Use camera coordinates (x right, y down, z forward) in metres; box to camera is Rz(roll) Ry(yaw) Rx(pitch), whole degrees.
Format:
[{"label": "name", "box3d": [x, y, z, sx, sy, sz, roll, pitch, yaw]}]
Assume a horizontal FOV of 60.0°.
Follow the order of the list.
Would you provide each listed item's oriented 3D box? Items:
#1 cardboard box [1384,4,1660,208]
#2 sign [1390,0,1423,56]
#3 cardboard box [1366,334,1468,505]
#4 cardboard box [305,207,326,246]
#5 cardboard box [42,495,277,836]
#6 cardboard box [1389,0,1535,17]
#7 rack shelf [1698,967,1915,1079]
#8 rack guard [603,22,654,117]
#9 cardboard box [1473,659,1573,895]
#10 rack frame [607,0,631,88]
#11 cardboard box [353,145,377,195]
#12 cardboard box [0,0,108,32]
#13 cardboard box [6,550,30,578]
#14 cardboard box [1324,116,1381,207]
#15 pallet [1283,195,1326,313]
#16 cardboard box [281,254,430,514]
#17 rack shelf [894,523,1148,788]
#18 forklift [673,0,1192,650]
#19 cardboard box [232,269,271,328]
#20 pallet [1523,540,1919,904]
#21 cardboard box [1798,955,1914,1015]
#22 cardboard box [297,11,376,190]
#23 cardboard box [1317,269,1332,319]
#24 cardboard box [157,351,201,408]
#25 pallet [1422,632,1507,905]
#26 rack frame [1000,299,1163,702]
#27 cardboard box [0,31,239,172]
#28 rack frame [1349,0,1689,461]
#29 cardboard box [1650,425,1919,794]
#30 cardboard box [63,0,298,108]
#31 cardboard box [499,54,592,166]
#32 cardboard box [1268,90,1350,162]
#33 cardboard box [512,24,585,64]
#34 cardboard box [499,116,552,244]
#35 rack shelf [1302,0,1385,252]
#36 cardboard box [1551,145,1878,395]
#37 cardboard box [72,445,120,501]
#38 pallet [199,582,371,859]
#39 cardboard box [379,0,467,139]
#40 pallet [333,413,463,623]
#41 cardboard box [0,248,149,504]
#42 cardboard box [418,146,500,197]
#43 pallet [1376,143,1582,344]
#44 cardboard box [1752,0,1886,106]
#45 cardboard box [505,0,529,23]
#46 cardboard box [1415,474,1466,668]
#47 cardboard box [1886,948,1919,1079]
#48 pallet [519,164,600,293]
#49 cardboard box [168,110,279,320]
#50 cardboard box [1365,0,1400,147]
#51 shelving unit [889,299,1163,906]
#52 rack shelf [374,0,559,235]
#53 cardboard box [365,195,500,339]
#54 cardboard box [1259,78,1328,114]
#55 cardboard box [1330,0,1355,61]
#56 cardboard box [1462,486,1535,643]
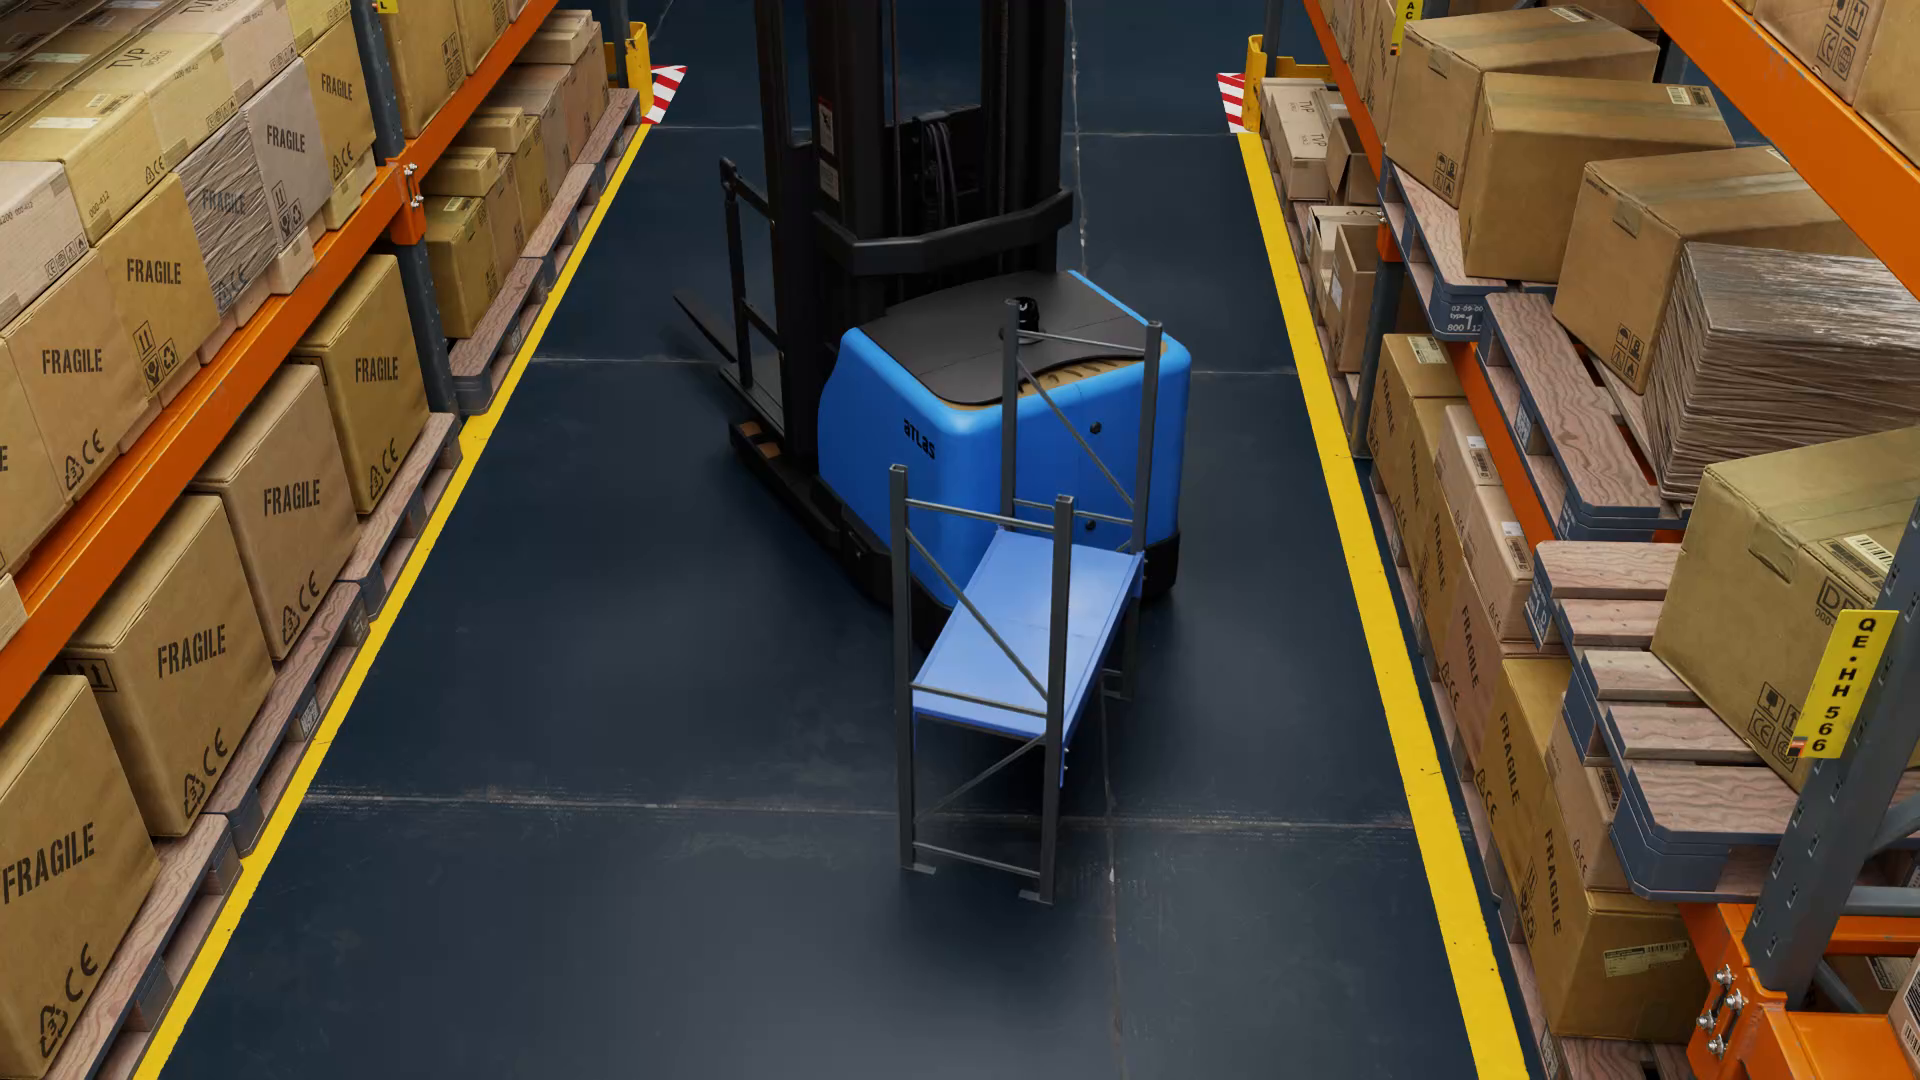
[{"label": "cardboard box", "box3d": [1.971, -1.545, 5.887, 0.700, 0.500, 0.500, -10, 36, -14]}, {"label": "sign", "box3d": [1.671, -1.961, 6.179, 0.100, 0.325, 0.005, 1, 35, 2]}, {"label": "cardboard box", "box3d": [1.951, -0.484, 6.621, 0.500, 0.500, 0.500, 0, 35, 0]}, {"label": "cardboard box", "box3d": [-2.509, -1.123, 5.940, 0.380, 0.149, 0.250, 2, 35, 3]}, {"label": "cardboard box", "box3d": [-2.695, 0.372, 5.117, 0.750, 0.750, 0.750, 1, 35, 2]}, {"label": "cardboard box", "box3d": [1.975, -2.346, 6.522, 0.500, 0.500, 0.500, 2, 35, 2]}, {"label": "rack shelf", "box3d": [1.973, 2.142, 1.719, 1.077, 0.370, 4.000, 1, 35, 2]}, {"label": "rack guard", "box3d": [-2.575, -3.001, 10.585, 1.175, 0.500, 0.348, 1, 35, 2]}, {"label": "cardboard box", "box3d": [1.877, 0.702, 4.934, 0.500, 0.500, 0.500, 0, 35, 0]}, {"label": "rack frame", "box3d": [-2.576, -4.009, 9.846, 1.000, 3.000, 0.127, 1, 35, 2]}, {"label": "cardboard box", "box3d": [-2.467, -1.416, 6.357, 0.380, 0.149, 0.250, 2, 35, 2]}, {"label": "cardboard box", "box3d": [-3.029, -1.630, 5.445, 0.500, 0.250, 0.500, 2, 35, 2]}, {"label": "cardboard box", "box3d": [-2.651, 0.055, 4.264, 0.380, 0.149, 0.250, 1, 35, 1]}, {"label": "cardboard box", "box3d": [2.284, -1.837, 8.544, 0.797, 0.503, 0.637, 1, 35, 2]}, {"label": "pallet", "box3d": [2.288, -1.555, 8.780, 1.003, 0.211, 1.213, 1, 35, 2]}, {"label": "cardboard box", "box3d": [-2.632, -0.627, 6.538, 0.750, 0.750, 0.750, 2, 35, 2]}, {"label": "rack shelf", "box3d": [0.216, 0.335, 5.282, 0.538, 0.185, 1.000, 11, 37, 15]}, {"label": "forklift", "box3d": [-0.344, -1.574, 6.441, 1.130, 2.935, 3.031, -19, 39, -24]}, {"label": "cardboard box", "box3d": [-2.537, -0.831, 5.524, 0.380, 0.149, 0.250, 1, 35, 2]}, {"label": "pallet", "box3d": [2.010, 0.386, 3.758, 1.213, 0.211, 1.003, 1, 35, 2]}, {"label": "cardboard box", "box3d": [2.357, 1.287, 4.102, 0.500, 0.500, 0.500, 3, 35, 4]}, {"label": "cardboard box", "box3d": [-2.503, -1.611, 6.071, 0.500, 0.500, 0.500, 1, 35, 1]}, {"label": "cardboard box", "box3d": [1.908, -1.163, 7.893, 0.380, 0.149, 0.250, 1, 35, 2]}, {"label": "cardboard box", "box3d": [-2.584, -0.535, 5.103, 0.380, 0.149, 0.250, 2, 35, 3]}, {"label": "pallet", "box3d": [2.172, 0.713, 5.552, 1.003, 0.211, 1.213, 1, 35, 2]}, {"label": "rack frame", "box3d": [0.379, -0.089, 5.573, 0.500, 1.500, 0.032, 11, 37, 15]}, {"label": "cardboard box", "box3d": [-2.550, -1.328, 5.016, 0.500, 0.250, 0.500, 2, 35, 3]}, {"label": "rack frame", "box3d": [2.214, -1.599, 6.417, 1.000, 3.000, 0.127, 1, 35, 2]}, {"label": "cardboard box", "box3d": [1.966, 0.122, 3.516, 0.700, 0.500, 0.500, -10, 36, -14]}, {"label": "cardboard box", "box3d": [-2.530, -1.621, 5.433, 0.500, 0.250, 0.500, 2, 35, 3]}, {"label": "cardboard box", "box3d": [-2.524, -2.467, 9.460, 0.700, 0.500, 0.500, 1, 35, 2]}, {"label": "cardboard box", "box3d": [2.049, -2.359, 9.507, 0.500, 0.250, 0.500, 1, 35, 2]}, {"label": "cardboard box", "box3d": [-2.336, -2.795, 9.362, 0.380, 0.149, 0.250, 2, 35, 3]}, {"label": "cardboard box", "box3d": [-2.557, -1.871, 8.612, 0.700, 0.500, 0.500, 2, 35, 3]}, {"label": "rack shelf", "box3d": [2.294, -2.454, 8.258, 1.077, 0.370, 4.000, 1, 35, 2]}, {"label": "cardboard box", "box3d": [2.204, -0.795, 4.821, 0.700, 0.500, 0.500, -7, 36, -10]}, {"label": "cardboard box", "box3d": [-2.628, -0.242, 4.687, 0.380, 0.149, 0.250, 2, 35, 3]}, {"label": "pallet", "box3d": [-2.738, 0.577, 5.745, 1.003, 0.211, 1.213, 1, 35, 2]}, {"label": "cardboard box", "box3d": [-2.698, -2.145, 6.933, 0.980, 0.700, 0.700, 2, 35, 3]}, {"label": "pallet", "box3d": [-2.692, -0.125, 6.745, 1.003, 0.211, 1.213, 1, 35, 2]}, {"label": "cardboard box", "box3d": [-2.570, -0.443, 4.409, 0.500, 0.500, 0.500, 1, 35, 2]}, {"label": "cardboard box", "box3d": [-2.408, -1.746, 7.870, 0.380, 0.149, 0.250, 2, 35, 3]}, {"label": "pallet", "box3d": [2.072, -1.064, 5.822, 1.003, 0.211, 1.213, 1, 35, 2]}, {"label": "cardboard box", "box3d": [2.057, -1.114, 3.030, 0.910, 0.500, 0.500, 1, 35, 2]}, {"label": "cardboard box", "box3d": [-2.644, -2.983, 8.125, 0.980, 0.700, 0.700, 0, 35, 0]}, {"label": "cardboard box", "box3d": [1.913, 0.110, 5.777, 0.500, 0.500, 0.500, 2, 35, 2]}, {"label": "cardboard box", "box3d": [1.995, 0.943, 2.876, 0.500, 0.311, 0.500, 3, 35, 5]}, {"label": "pallet", "box3d": [-2.581, -1.708, 8.997, 1.003, 0.211, 1.213, 1, 35, 2]}, {"label": "cardboard box", "box3d": [-2.542, -1.029, 5.243, 0.500, 0.500, 0.500, 1, 35, 2]}, {"label": "cardboard box", "box3d": [1.977, -1.933, 6.805, 0.500, 0.500, 0.500, 2, 35, 3]}, {"label": "shelving unit", "box3d": [0.216, 0.187, 5.179, 0.538, 1.500, 1.048, 11, 37, 15]}, {"label": "rack shelf", "box3d": [-2.656, -2.566, 8.418, 1.077, 0.370, 4.000, 1, 35, 2]}, {"label": "cardboard box", "box3d": [-2.604, -1.288, 7.782, 0.700, 0.500, 0.500, 2, 35, 2]}, {"label": "cardboard box", "box3d": [2.014, -2.678, 10.049, 0.380, 0.149, 0.250, 1, 35, 2]}, {"label": "cardboard box", "box3d": [2.015, -2.525, 7.646, 0.500, 0.500, 0.500, 2, 35, 3]}, {"label": "cardboard box", "box3d": [1.891, 0.072, 5.178, 0.500, 0.250, 0.500, 1, 35, 1]}]
